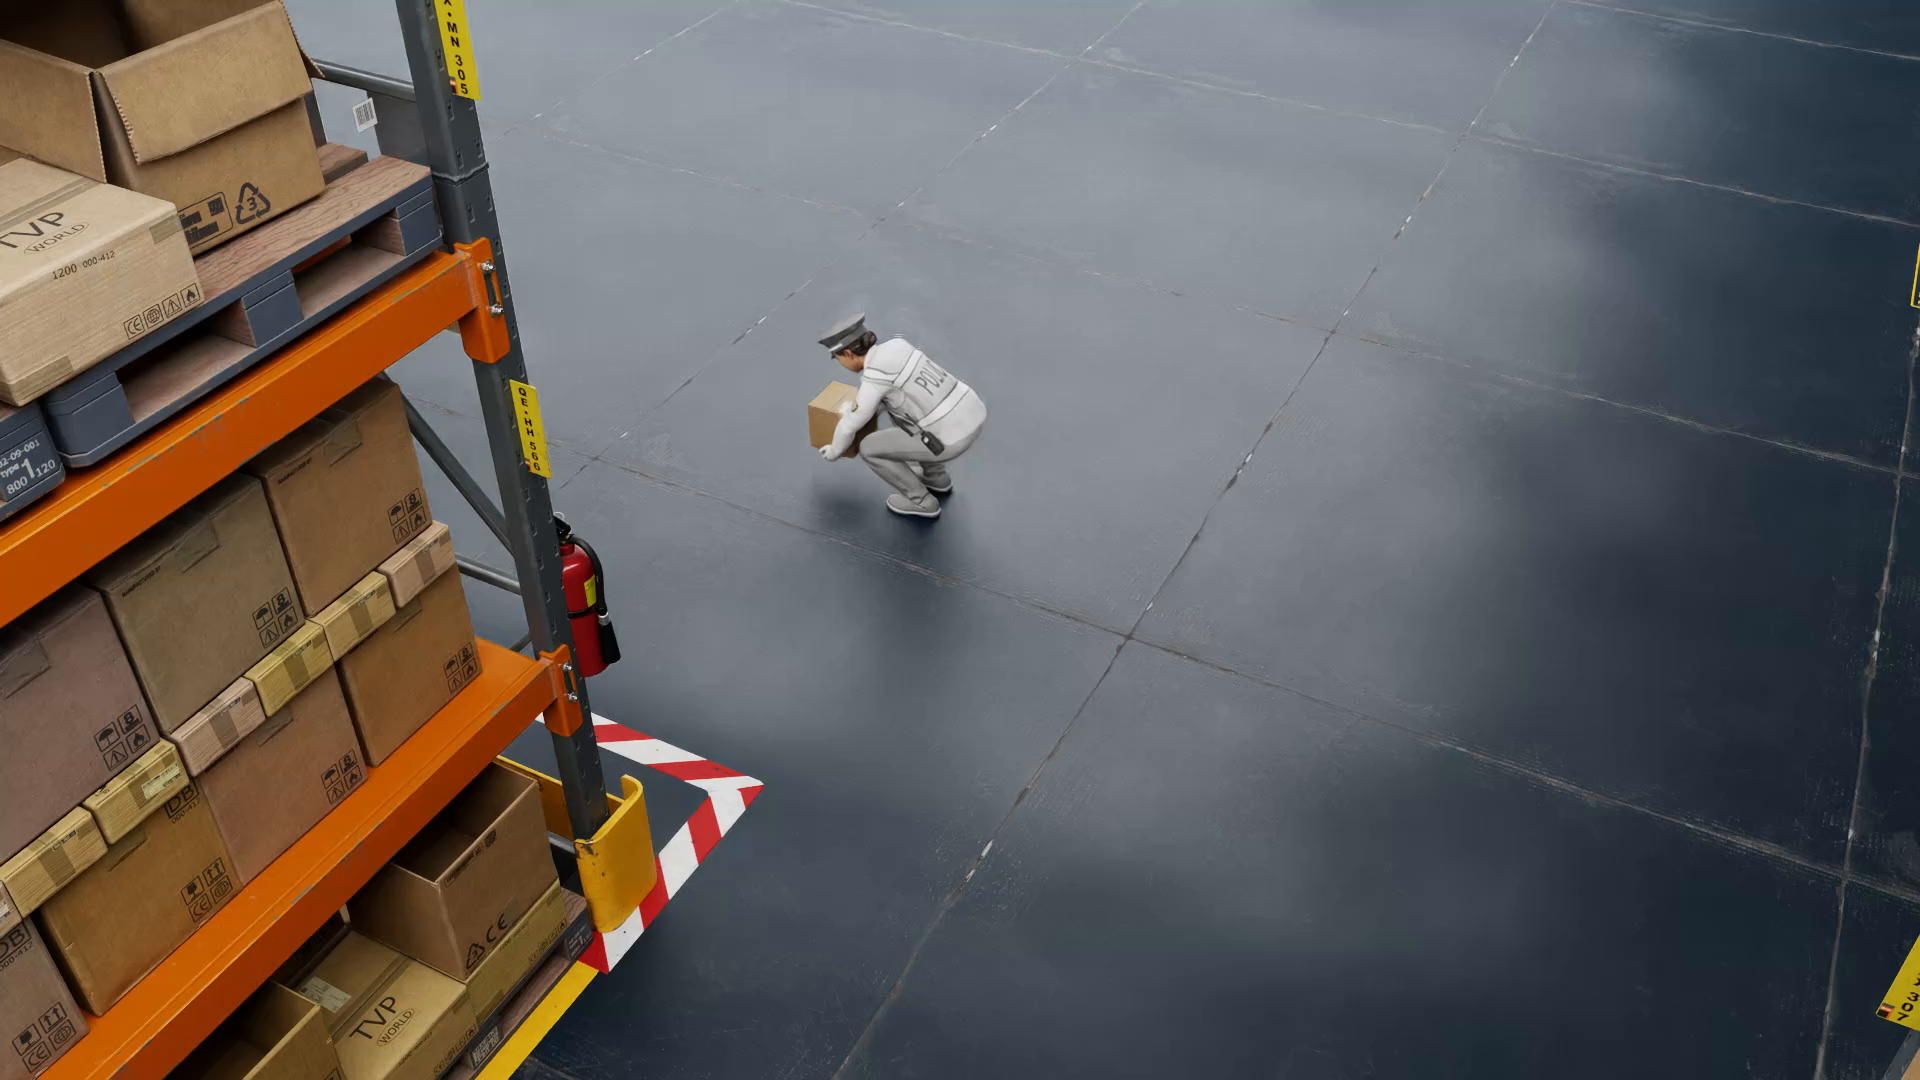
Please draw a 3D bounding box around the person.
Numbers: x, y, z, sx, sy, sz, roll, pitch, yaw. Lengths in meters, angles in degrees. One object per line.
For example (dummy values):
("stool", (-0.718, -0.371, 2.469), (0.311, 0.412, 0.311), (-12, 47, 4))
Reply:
("person", (-0.288, -0.612, 8.083), (0.816, 0.983, 0.484), (18, 42, 21))
